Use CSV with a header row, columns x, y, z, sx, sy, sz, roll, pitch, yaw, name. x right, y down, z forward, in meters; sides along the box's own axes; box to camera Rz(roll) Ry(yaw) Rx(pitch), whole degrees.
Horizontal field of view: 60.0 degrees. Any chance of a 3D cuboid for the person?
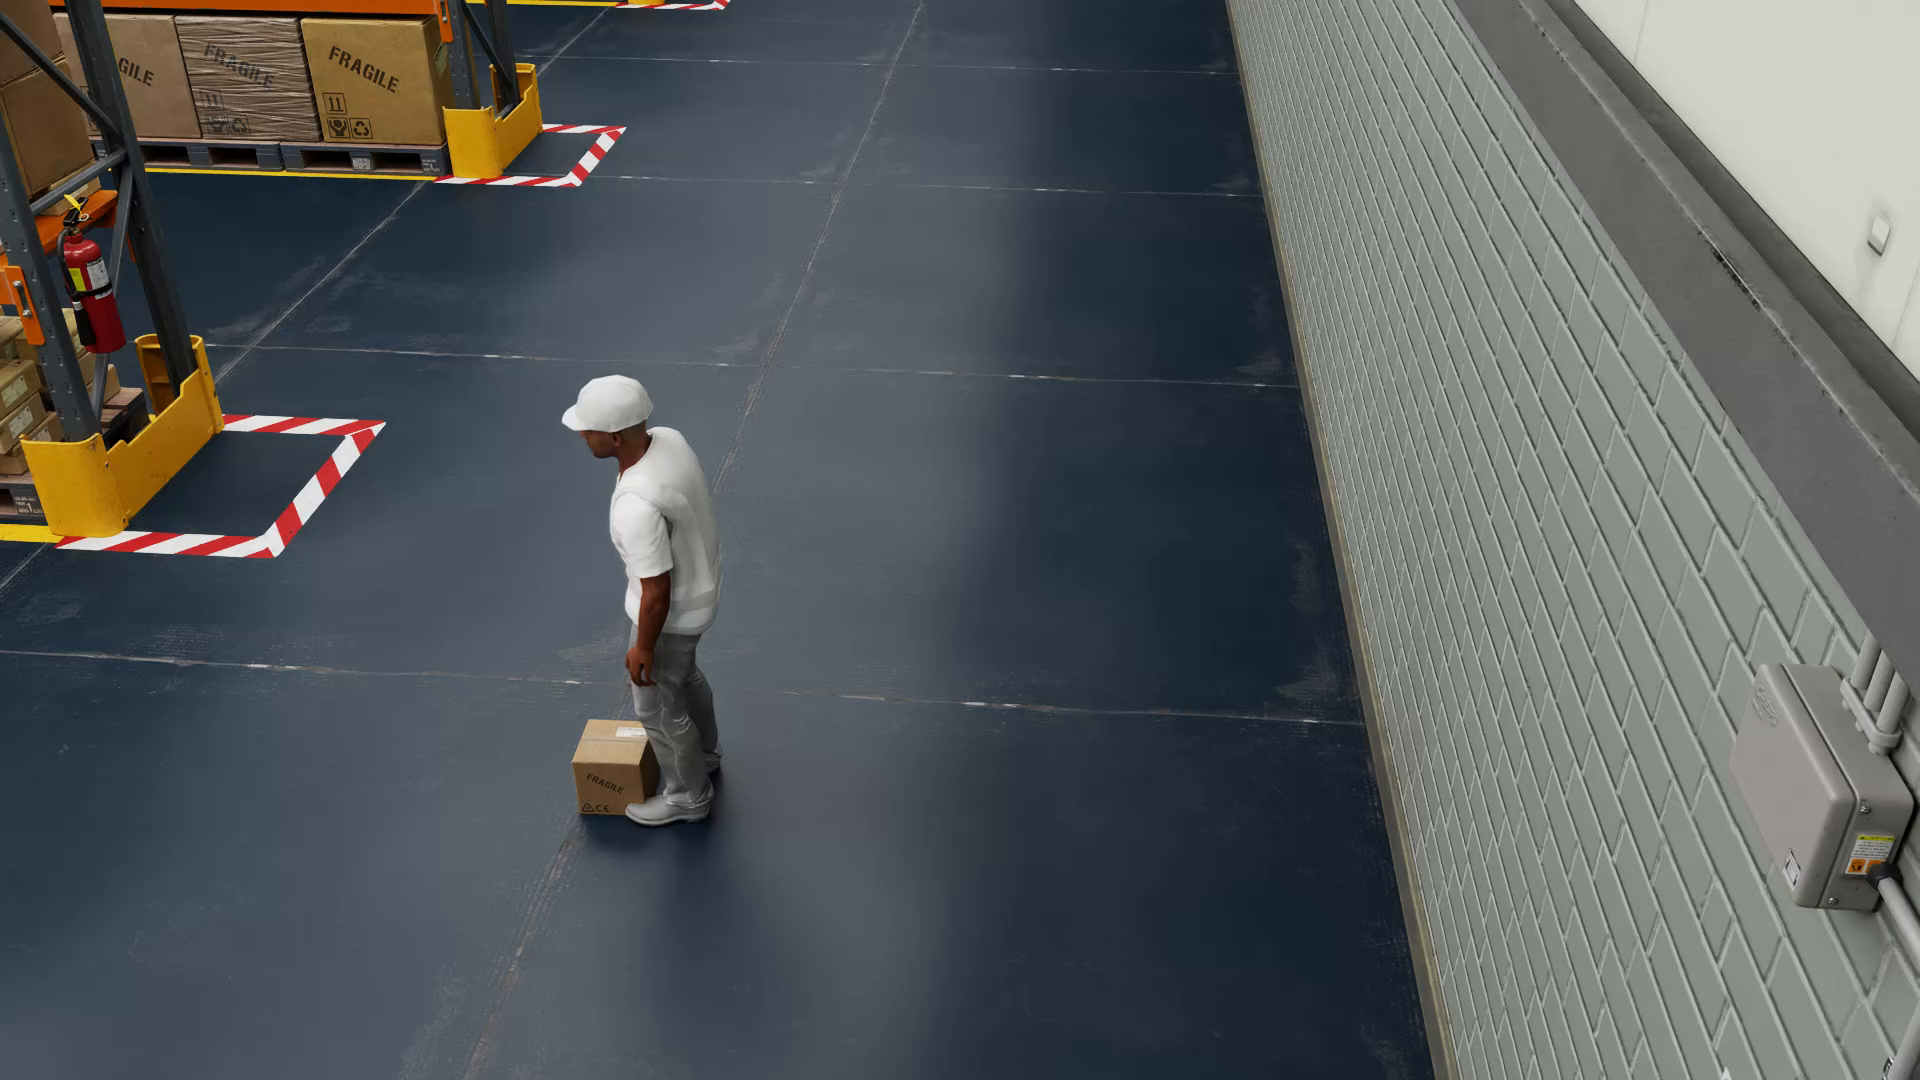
x,y,z,sx,sy,sz,roll,pitch,yaw,name
-1.051,0.216,5.771,0.460,1.760,0.634,1,32,1,person
